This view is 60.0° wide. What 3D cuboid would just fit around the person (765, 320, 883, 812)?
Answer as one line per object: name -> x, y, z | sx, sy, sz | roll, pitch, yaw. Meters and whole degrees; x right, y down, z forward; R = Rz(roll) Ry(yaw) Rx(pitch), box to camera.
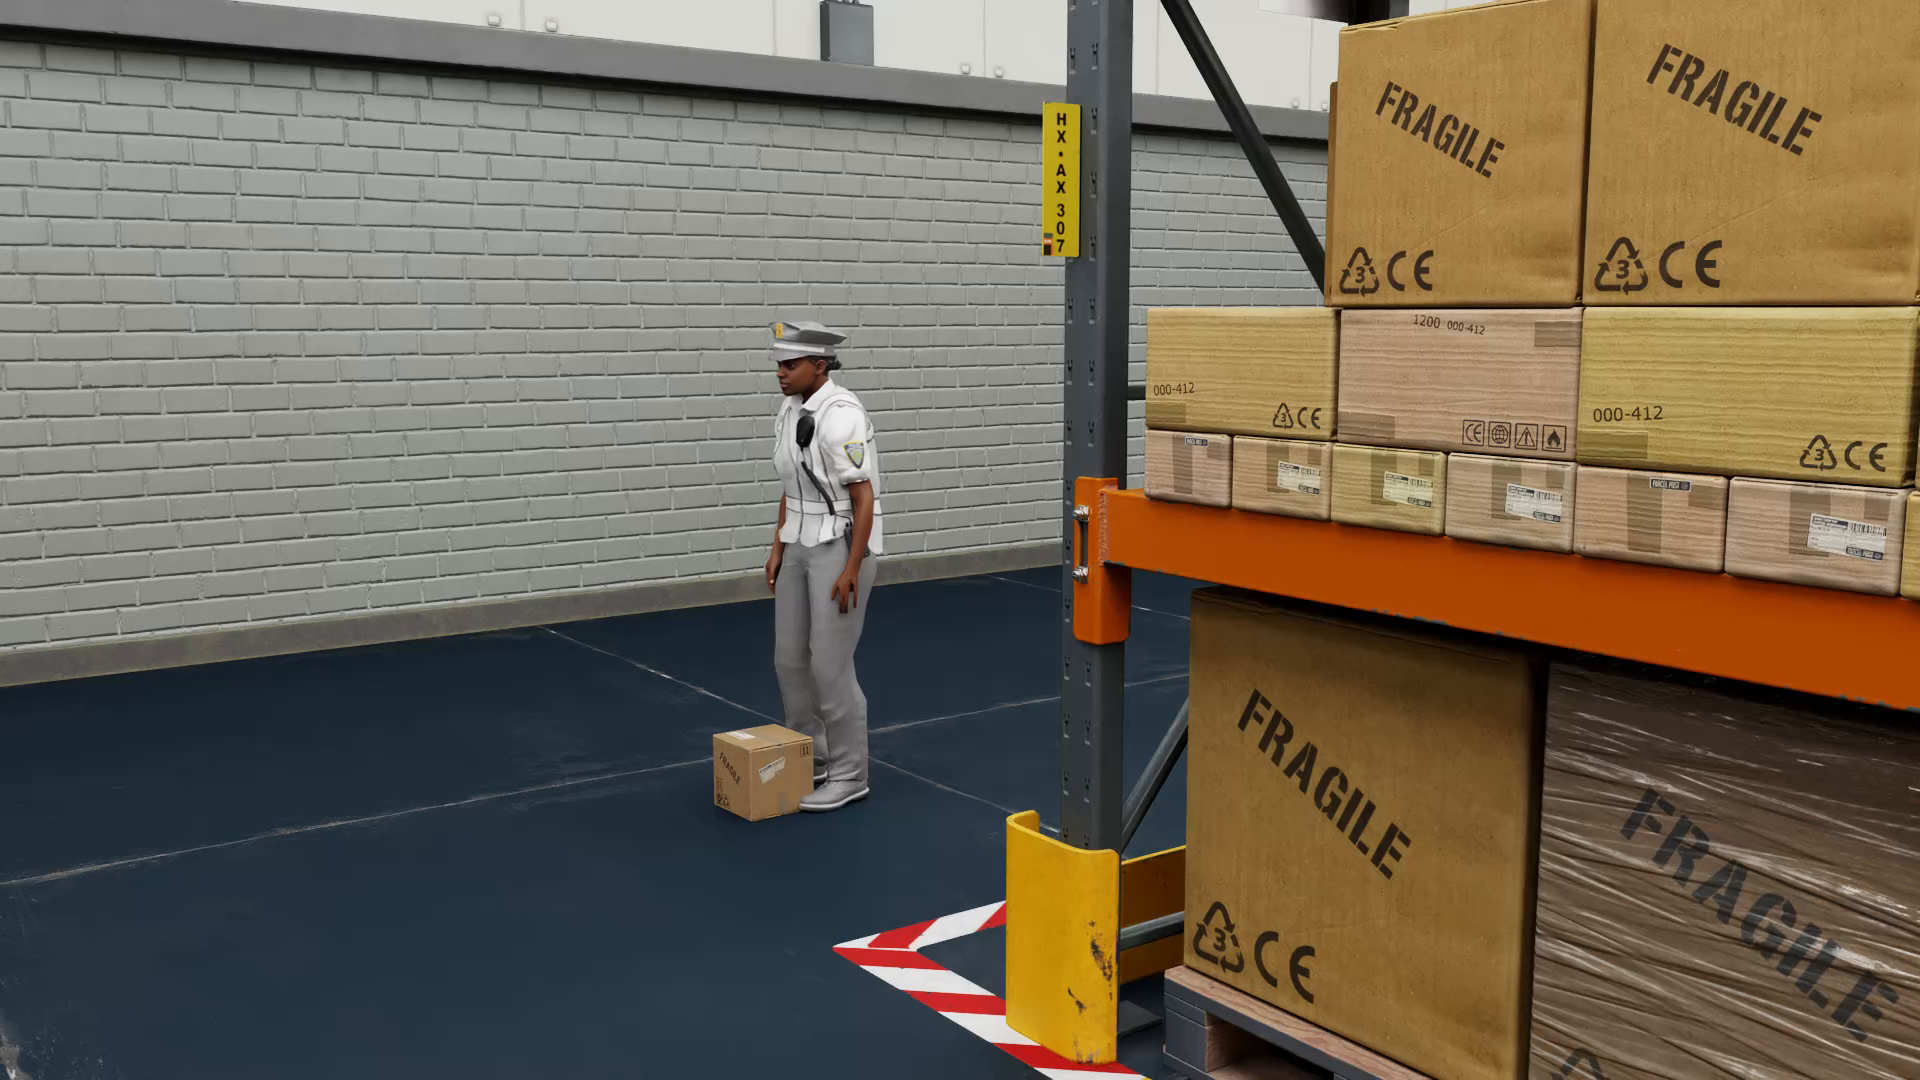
person -> -0.490, 0.080, 5.749 | 0.393, 1.655, 0.527 | -6, 10, -38
